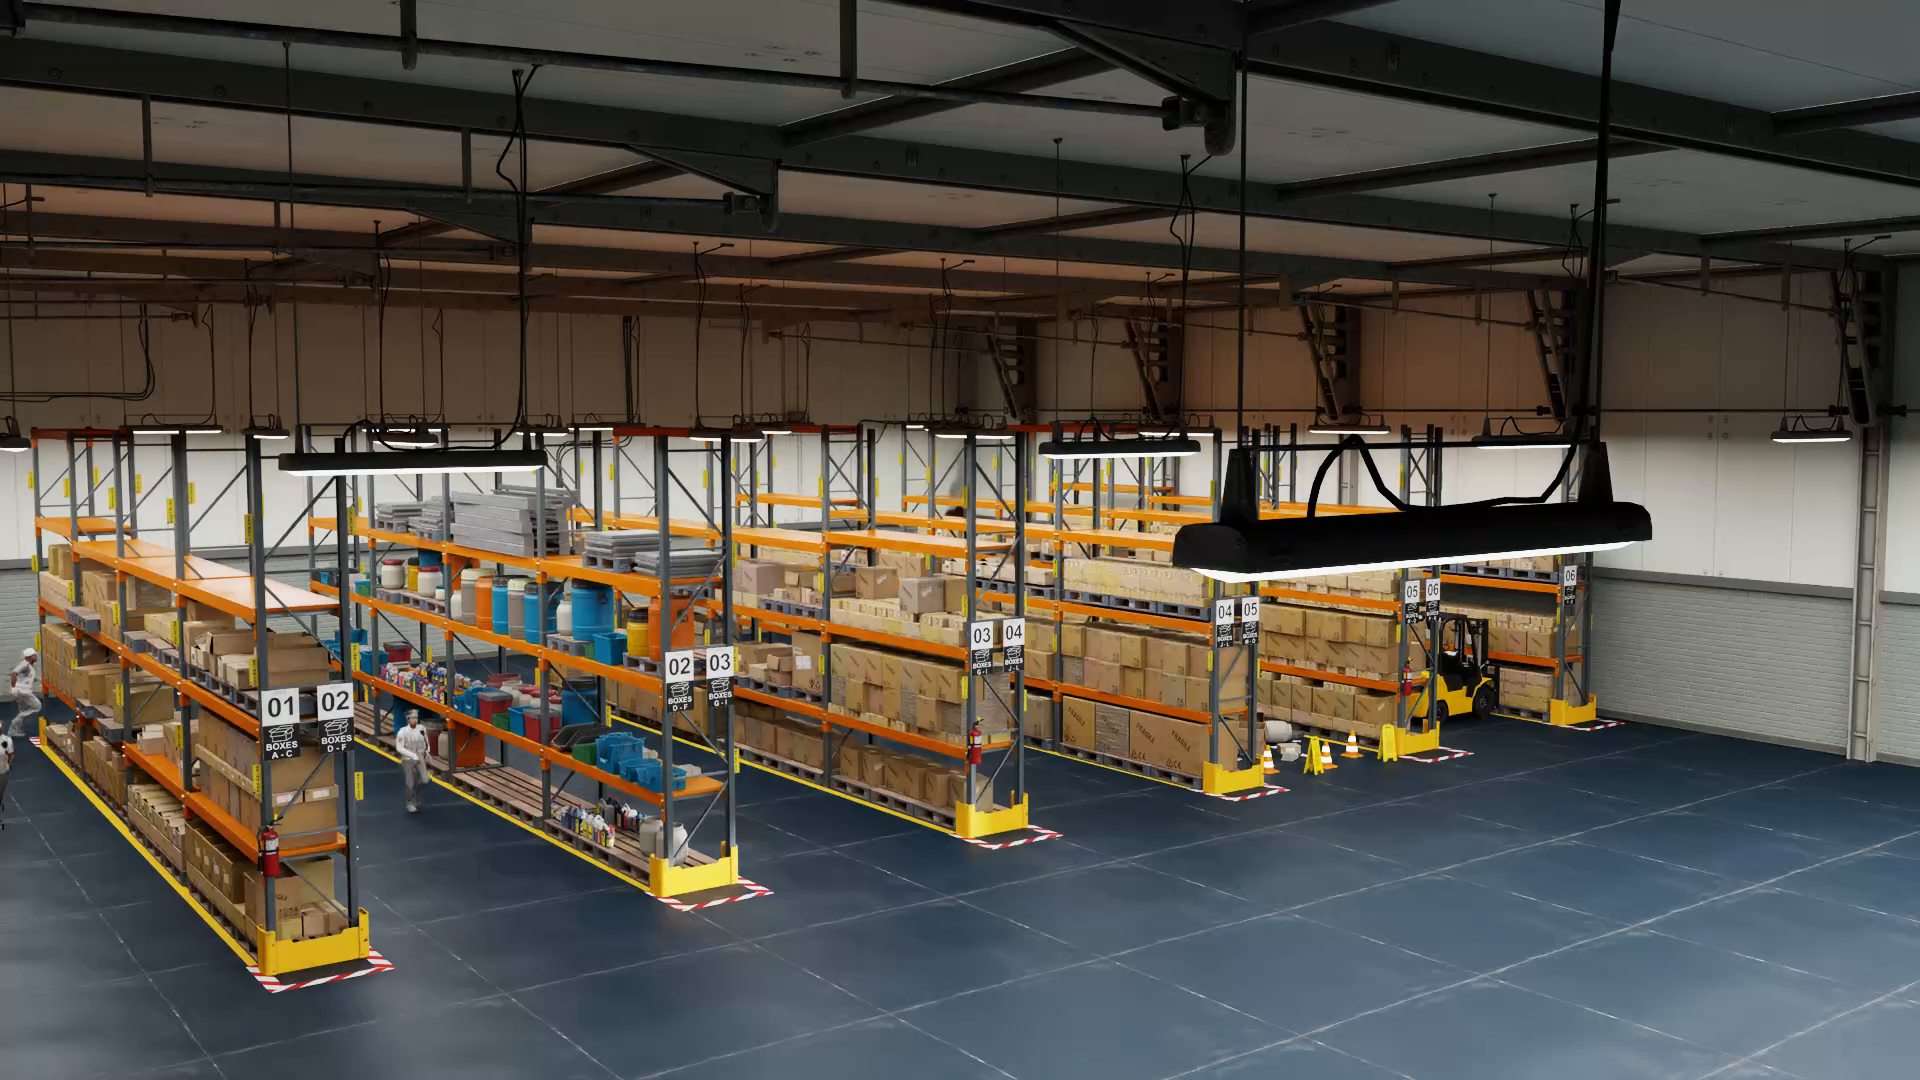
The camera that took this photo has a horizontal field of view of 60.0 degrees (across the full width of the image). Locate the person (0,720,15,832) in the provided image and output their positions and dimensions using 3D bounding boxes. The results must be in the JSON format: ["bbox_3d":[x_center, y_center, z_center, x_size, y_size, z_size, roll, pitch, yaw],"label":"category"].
[{"bbox_3d":[-14.550,3.553,25.098,0.846,1.730,0.506,4,6,41],"label":"person"}]

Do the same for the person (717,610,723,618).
[{"bbox_3d":[-5.454,2.437,38.383,0.734,1.801,0.952,-2,5,-23],"label":"person"}]

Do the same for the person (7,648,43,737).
[{"bbox_3d":[-18.020,2.936,32.107,0.729,1.696,0.640,-3,5,-35],"label":"person"}]

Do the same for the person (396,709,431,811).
[{"bbox_3d":[-8.547,3.456,26.103,0.592,1.646,0.631,-4,6,-40],"label":"person"}]
